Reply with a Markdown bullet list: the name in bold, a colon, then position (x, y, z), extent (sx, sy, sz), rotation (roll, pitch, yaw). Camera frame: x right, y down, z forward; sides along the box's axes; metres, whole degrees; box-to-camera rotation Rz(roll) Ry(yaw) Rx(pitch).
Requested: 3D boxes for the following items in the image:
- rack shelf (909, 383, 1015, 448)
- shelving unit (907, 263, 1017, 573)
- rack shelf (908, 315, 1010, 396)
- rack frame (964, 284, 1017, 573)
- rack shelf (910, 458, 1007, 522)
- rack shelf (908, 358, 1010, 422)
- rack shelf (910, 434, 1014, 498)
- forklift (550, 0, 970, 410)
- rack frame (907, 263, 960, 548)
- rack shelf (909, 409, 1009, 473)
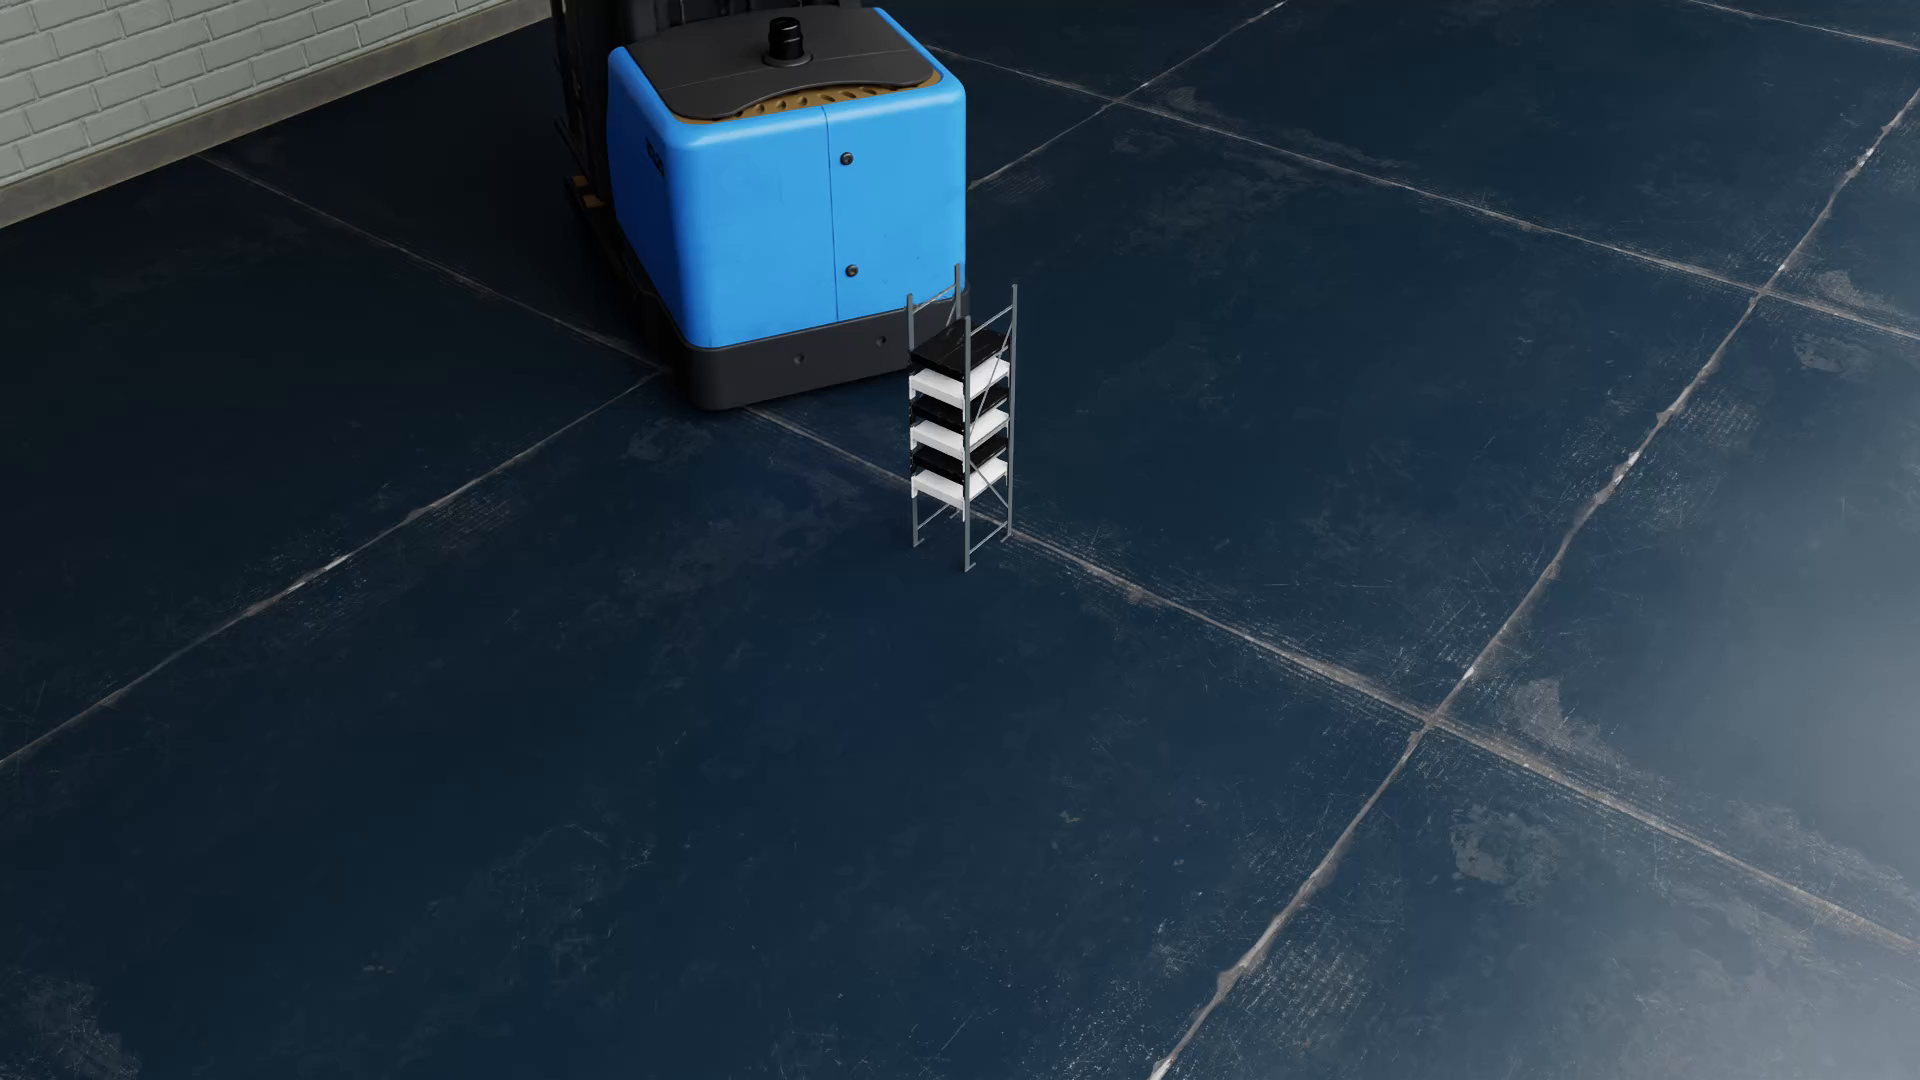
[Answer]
- **rack shelf**: position (0.006, -0.396, 4.934), extent (0.200, 0.077, 0.258), rotation (25, 45, 29)
- **shelving unit**: position (0.006, -0.351, 4.969), extent (0.210, 0.900, 0.258), rotation (25, 45, 29)
- **rack shelf**: position (0.006, -0.538, 4.823), extent (0.200, 0.077, 0.258), rotation (25, 45, 29)
- **rack frame**: position (0.087, -0.313, 4.920), extent (0.006, 0.900, 0.240), rotation (25, 45, 29)
- **rack shelf**: position (0.006, -0.183, 5.100), extent (0.200, 0.077, 0.258), rotation (25, 45, 29)
- **rack shelf**: position (0.006, -0.467, 4.878), extent (0.200, 0.077, 0.258), rotation (25, 45, 29)
- **rack shelf**: position (0.006, -0.254, 5.045), extent (0.200, 0.077, 0.258), rotation (25, 45, 29)
- **forklift**: position (-1.011, -2.505, 6.073), extent (1.130, 2.935, 3.031), rotation (-15, 40, -18)
- **rack frame**: position (-0.074, -0.389, 5.017), extent (0.006, 0.900, 0.240), rotation (25, 45, 29)
- **rack shelf**: position (0.006, -0.325, 4.989), extent (0.200, 0.077, 0.258), rotation (25, 45, 29)
